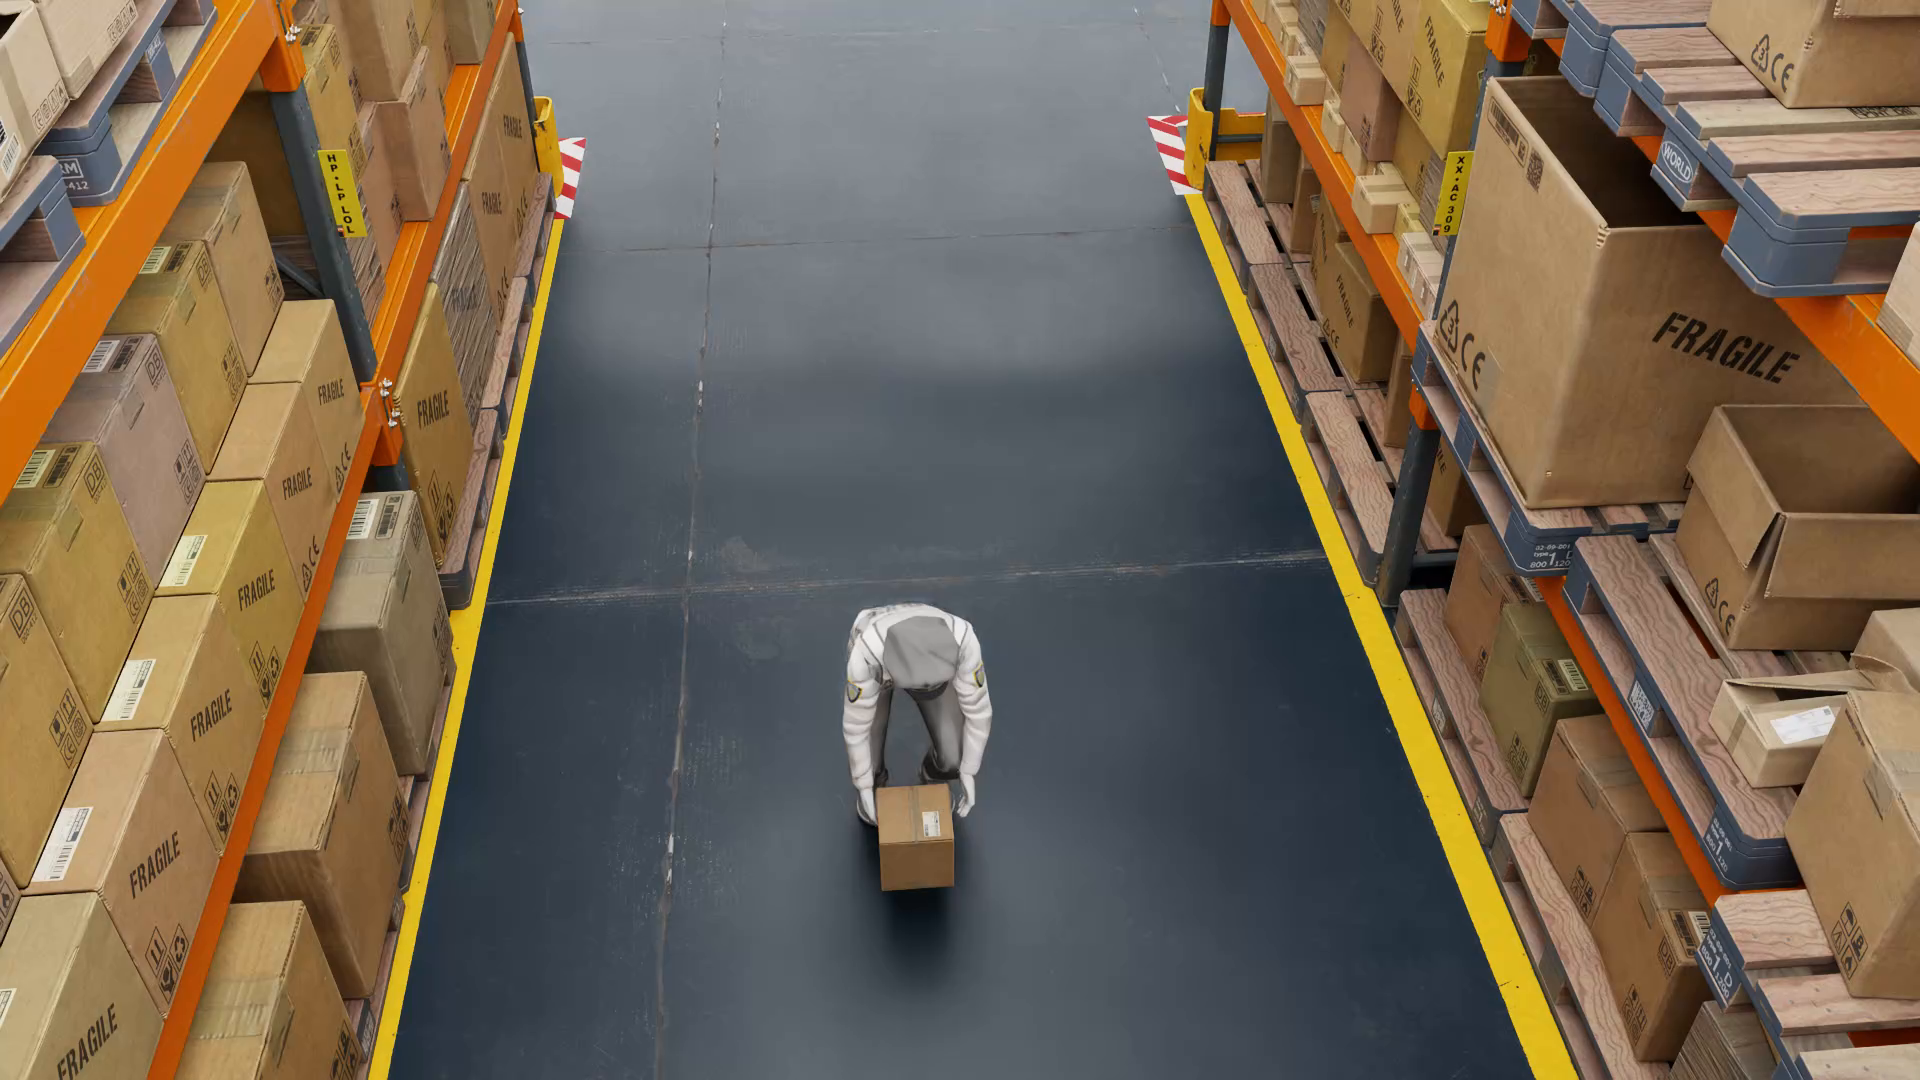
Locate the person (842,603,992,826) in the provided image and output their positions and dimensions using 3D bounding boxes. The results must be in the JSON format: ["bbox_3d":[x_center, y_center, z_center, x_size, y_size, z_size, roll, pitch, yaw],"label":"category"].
[{"bbox_3d":[-0.158,0.581,5.846,0.520,1.163,0.796,-3,39,-4],"label":"person"}]
